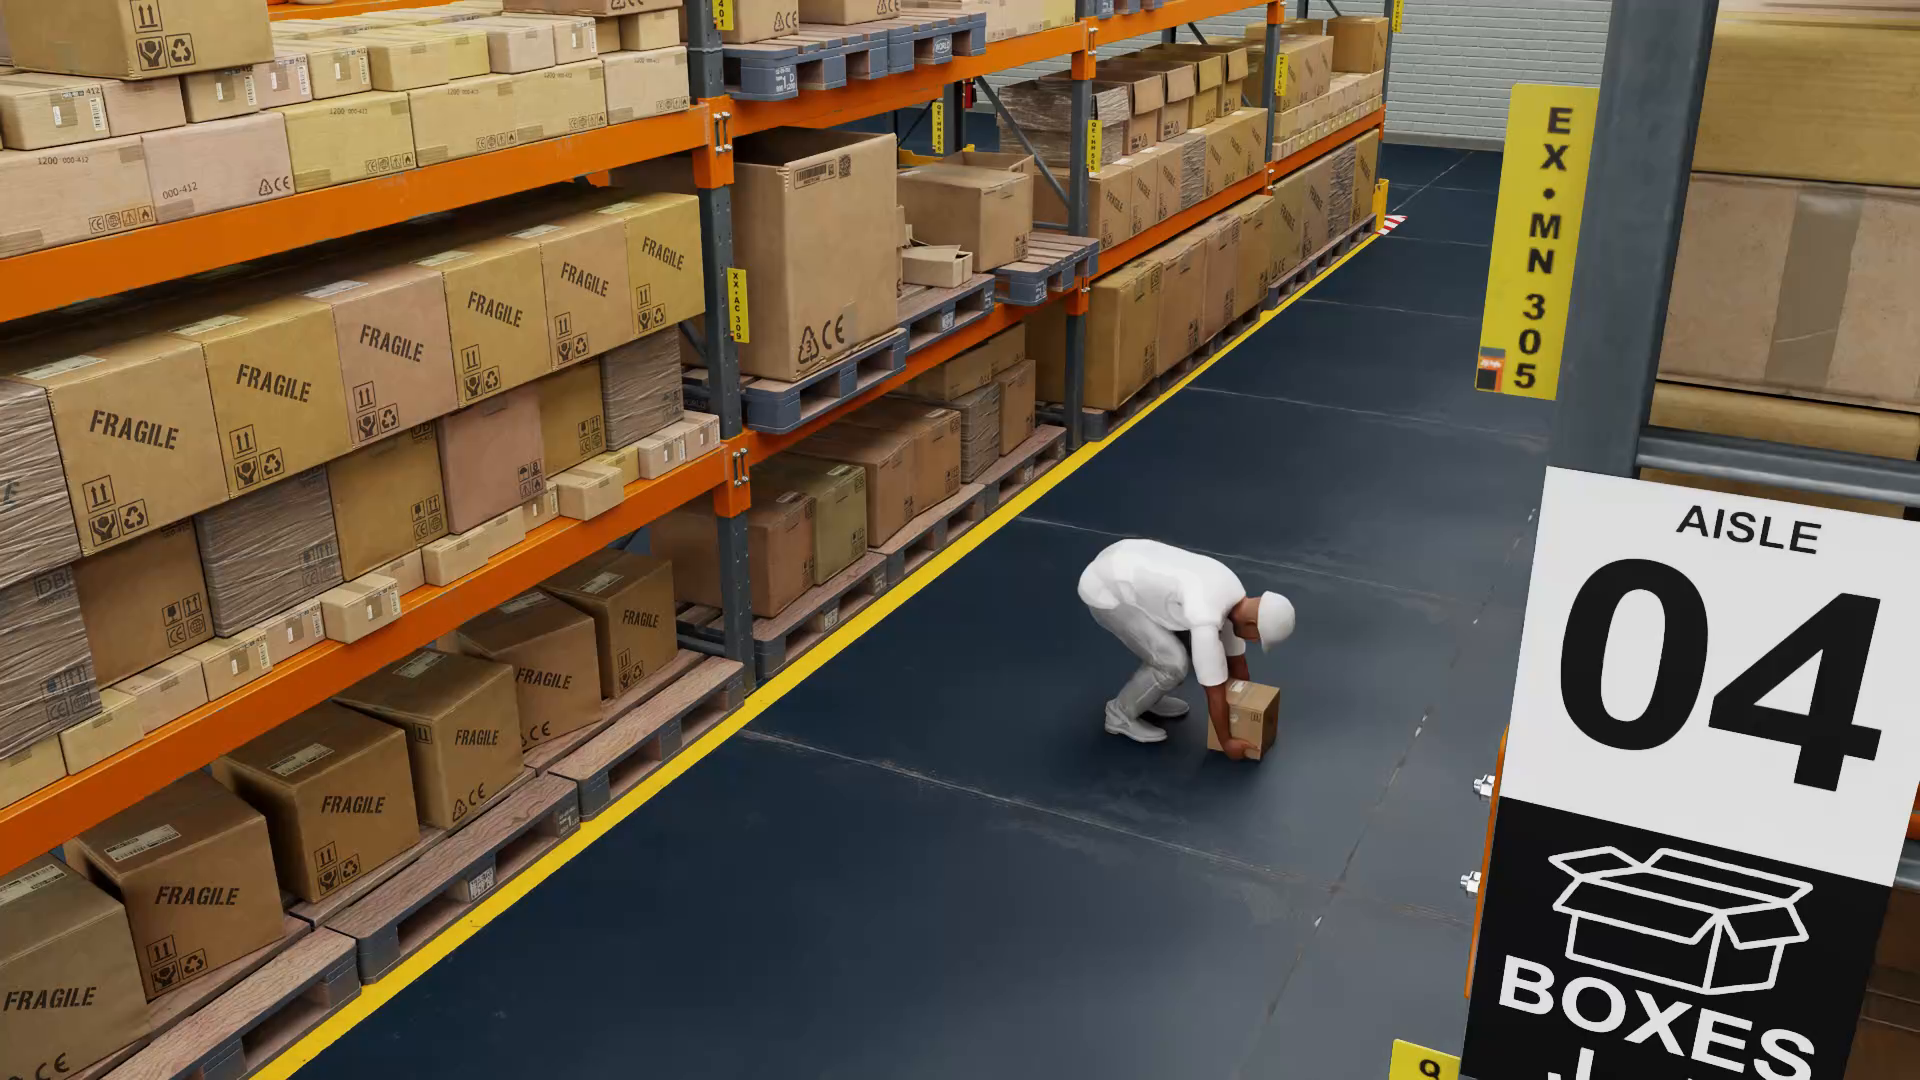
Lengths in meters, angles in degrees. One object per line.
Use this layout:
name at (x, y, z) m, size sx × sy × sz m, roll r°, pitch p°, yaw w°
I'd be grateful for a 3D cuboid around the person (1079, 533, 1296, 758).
person at (1.027, 0.455, 7.561) m, size 0.975 × 0.925 × 0.508 m, roll 10°, pitch 25°, yaw 22°
